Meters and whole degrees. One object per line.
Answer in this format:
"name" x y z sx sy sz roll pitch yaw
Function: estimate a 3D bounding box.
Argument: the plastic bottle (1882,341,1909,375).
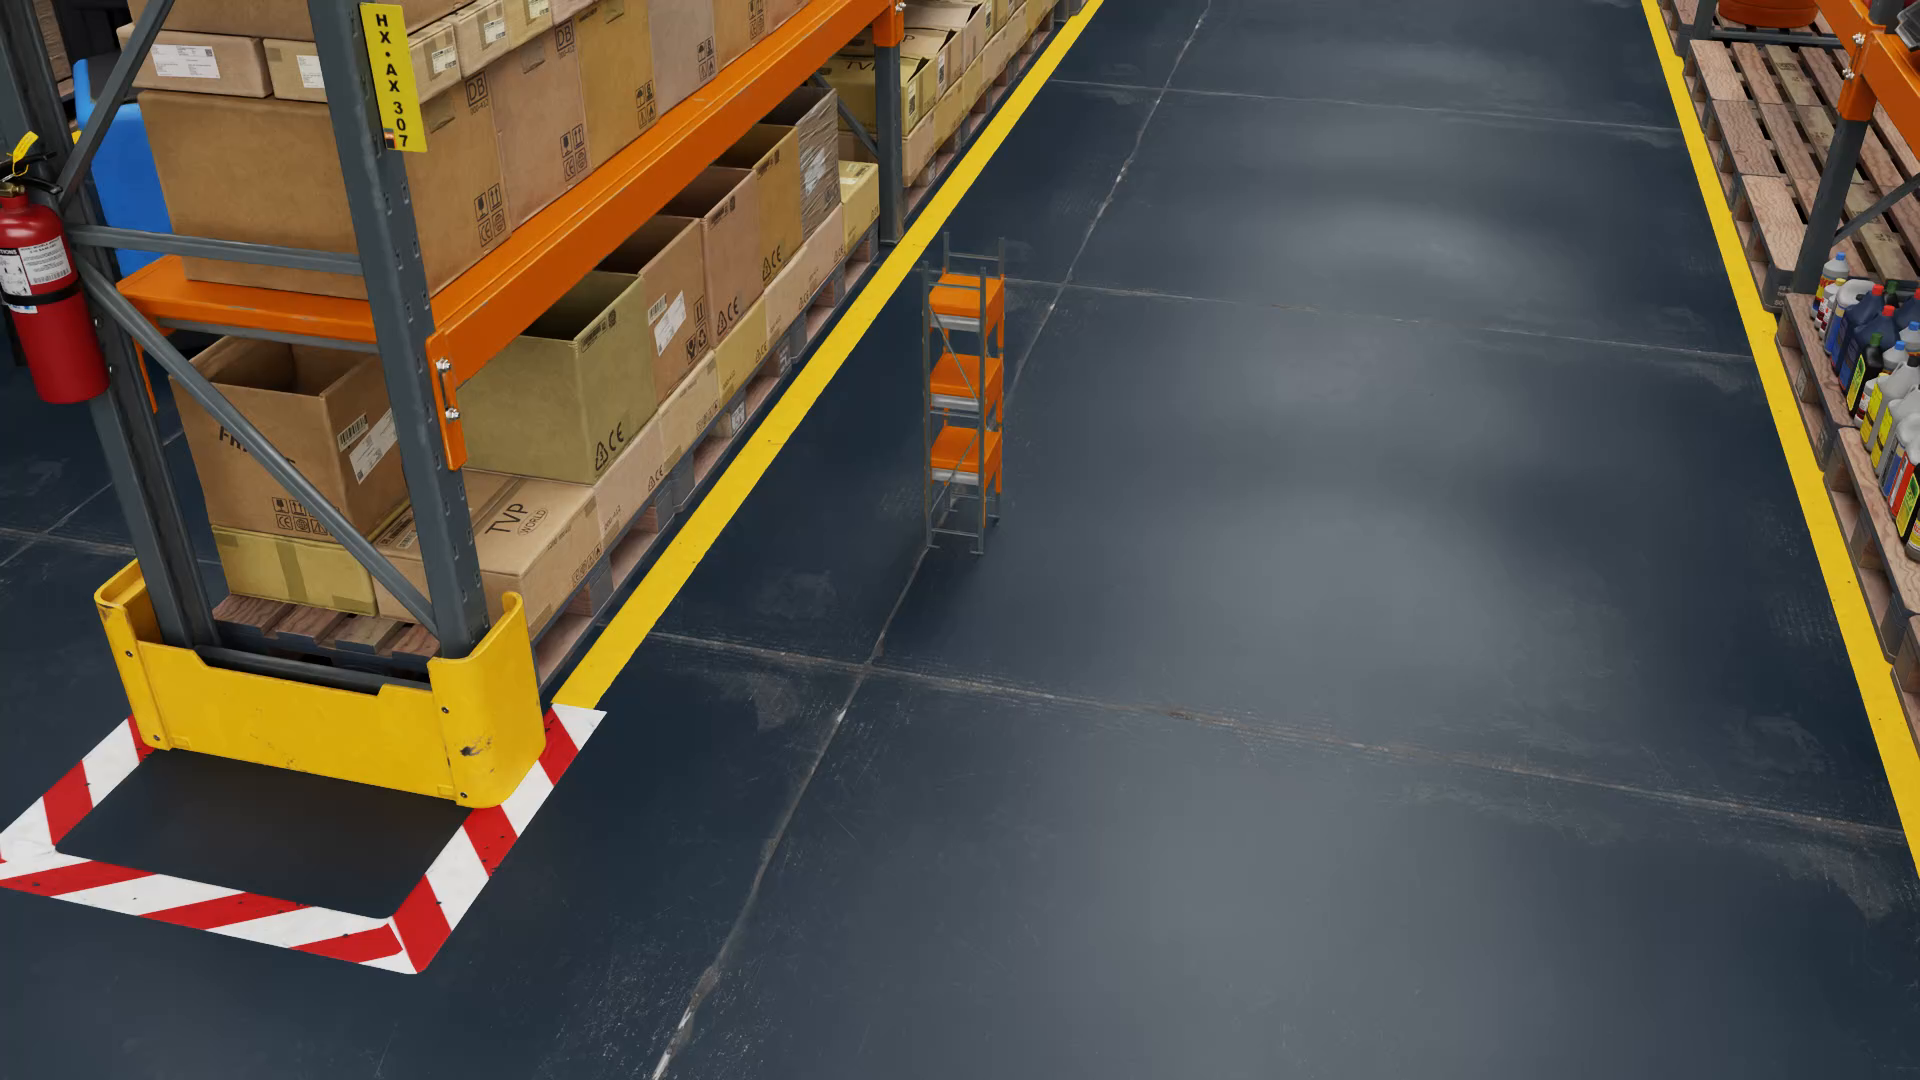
"plastic bottle" 3.364 -0.591 6.016 0.097 0.271 0.097 0 32 0

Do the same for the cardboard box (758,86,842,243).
"cardboard box" -0.816 -1.580 6.911 0.500 0.500 0.500 8 33 12

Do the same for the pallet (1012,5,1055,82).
"pallet" -0.003 -3.252 10.668 1.003 0.211 1.213 8 33 12

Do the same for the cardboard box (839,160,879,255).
"cardboard box" -0.677 -1.521 7.518 0.500 0.250 0.500 8 33 12

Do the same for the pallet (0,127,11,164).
"pallet" -5.700 -1.917 8.569 1.003 0.211 1.213 8 33 12

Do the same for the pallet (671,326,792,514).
"pallet" -1.321 -0.556 6.427 1.003 0.211 1.213 8 33 12

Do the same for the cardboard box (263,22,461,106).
"cardboard box" -1.478 -1.189 4.127 0.380 0.149 0.250 8 33 12

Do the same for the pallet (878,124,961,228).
"pallet" -0.622 -1.985 8.676 1.003 0.211 1.213 8 33 12

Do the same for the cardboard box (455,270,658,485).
"cardboard box" -1.310 -0.540 5.276 0.500 0.500 0.500 8 33 12

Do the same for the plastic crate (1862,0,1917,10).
"plastic crate" 3.846 -2.418 6.698 0.402 0.464 0.583 8 33 12

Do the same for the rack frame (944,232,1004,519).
"rack frame" 0.045 -0.534 5.612 0.200 1.050 0.008 8 33 12

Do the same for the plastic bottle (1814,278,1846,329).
"plastic bottle" 3.488 -0.945 6.638 0.097 0.201 0.097 0 32 0

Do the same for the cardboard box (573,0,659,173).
"cardboard box" -1.395 -1.512 5.239 0.700 0.500 0.500 8 33 13

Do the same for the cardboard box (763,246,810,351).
"cardboard box" -0.927 -1.001 6.701 0.500 0.250 0.500 8 33 12

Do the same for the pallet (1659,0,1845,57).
"pallet" 5.194 -3.412 10.920 1.003 0.211 1.213 8 33 12

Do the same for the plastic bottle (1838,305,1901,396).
"plastic bottle" 3.365 -0.706 6.123 0.144 0.351 0.185 7 33 10

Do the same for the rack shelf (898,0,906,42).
"rack shelf" -0.264 -3.509 9.144 1.077 0.370 4.000 8 33 12

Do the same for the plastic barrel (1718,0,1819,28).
"plastic barrel" 5.142 -3.692 10.392 0.600 0.830 0.708 8 33 12

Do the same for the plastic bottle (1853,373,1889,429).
"plastic bottle" 3.270 -0.499 5.937 0.097 0.201 0.097 0 32 0

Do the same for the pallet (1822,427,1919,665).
"pallet" 3.501 0.056 5.464 1.003 0.211 1.213 8 33 12

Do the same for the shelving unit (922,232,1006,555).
"shelving unit" 0.014 -0.471 5.512 0.215 1.050 0.252 8 33 12

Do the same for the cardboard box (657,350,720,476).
"cardboard box" -1.184 -0.483 5.885 0.500 0.250 0.500 8 33 12

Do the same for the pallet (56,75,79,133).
"pallet" -5.367 -2.674 9.760 1.003 0.211 1.213 8 33 12

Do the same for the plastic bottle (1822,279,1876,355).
"plastic bottle" 3.459 -0.857 6.431 0.152 0.276 0.135 9 34 14

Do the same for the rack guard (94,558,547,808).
"rack guard" -1.792 0.369 4.704 1.175 0.500 0.348 8 33 12

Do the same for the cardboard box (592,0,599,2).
"cardboard box" -1.218 -1.725 4.970 0.380 0.149 0.250 7 33 11

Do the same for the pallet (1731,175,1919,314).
"pallet" 4.181 -1.334 7.652 1.003 0.211 1.213 8 33 12

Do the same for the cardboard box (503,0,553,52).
"cardboard box" -1.349 -1.456 4.546 0.380 0.149 0.250 8 33 13

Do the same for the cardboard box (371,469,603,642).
"cardboard box" -1.435 0.036 5.068 0.500 0.250 0.500 8 33 12

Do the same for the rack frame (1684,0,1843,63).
"rack frame" 5.034 -4.174 9.520 1.000 3.000 0.127 8 33 12

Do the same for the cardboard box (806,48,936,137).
"cardboard box" -0.425 -2.209 8.077 0.500 0.311 0.500 8 33 13

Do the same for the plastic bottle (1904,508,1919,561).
"plastic bottle" 3.046 -0.040 5.215 0.097 0.201 0.097 0 32 0

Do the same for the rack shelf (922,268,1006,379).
"rack shelf" 0.014 -0.701 5.365 0.215 0.259 0.240 8 33 12

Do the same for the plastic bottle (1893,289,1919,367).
"plastic bottle" 3.552 -0.784 6.246 0.144 0.351 0.185 8 33 12

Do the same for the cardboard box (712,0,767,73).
"cardboard box" -1.136 -2.051 6.087 0.700 0.500 0.500 9 33 13

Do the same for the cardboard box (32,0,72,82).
"cardboard box" -5.393 -2.962 9.533 0.700 0.500 0.500 9 34 14

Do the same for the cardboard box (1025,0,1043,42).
"cardboard box" 0.219 -3.293 10.305 0.500 0.250 0.500 8 33 12

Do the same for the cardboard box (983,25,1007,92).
"cardboard box" -0.039 -2.765 9.475 0.500 0.250 0.500 9 33 13

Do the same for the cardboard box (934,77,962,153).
"cardboard box" -0.298 -2.232 8.637 0.500 0.250 0.500 9 33 14

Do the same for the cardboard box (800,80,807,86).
"cardboard box" -0.946 -2.277 8.185 0.500 0.311 0.500 8 33 12

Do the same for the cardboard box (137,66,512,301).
"cardboard box" -1.655 -0.982 4.405 0.700 0.500 0.500 8 33 12

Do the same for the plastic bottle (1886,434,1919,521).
"plastic bottle" 3.136 -0.199 5.395 0.152 0.276 0.135 8 33 13

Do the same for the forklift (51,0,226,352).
"forklift" -3.517 -2.778 7.388 1.130 2.935 3.031 -14 35 -21

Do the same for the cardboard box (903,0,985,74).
"cardboard box" -0.163 -2.736 8.907 0.500 0.311 0.500 7 33 11

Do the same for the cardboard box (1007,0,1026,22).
"cardboard box" 0.093 -3.266 9.741 0.500 0.311 0.500 8 33 12

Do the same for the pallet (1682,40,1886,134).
"pallet" 4.800 -2.600 9.644 1.003 0.211 1.213 8 33 12

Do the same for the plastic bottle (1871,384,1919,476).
"plastic bottle" 3.210 -0.389 5.624 0.144 0.351 0.185 9 34 14

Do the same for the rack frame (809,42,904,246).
"rack frame" -0.771 -2.775 7.318 1.000 3.000 0.127 8 33 12

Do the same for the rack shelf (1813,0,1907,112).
"rack shelf" 4.527 -2.832 8.080 1.077 0.370 4.000 8 33 12

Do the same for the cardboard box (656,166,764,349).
"cardboard box" -1.052 -1.058 6.091 0.500 0.500 0.500 8 33 12

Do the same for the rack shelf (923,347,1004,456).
"rack shelf" 0.014 -0.462 5.518 0.215 0.259 0.240 8 33 12
